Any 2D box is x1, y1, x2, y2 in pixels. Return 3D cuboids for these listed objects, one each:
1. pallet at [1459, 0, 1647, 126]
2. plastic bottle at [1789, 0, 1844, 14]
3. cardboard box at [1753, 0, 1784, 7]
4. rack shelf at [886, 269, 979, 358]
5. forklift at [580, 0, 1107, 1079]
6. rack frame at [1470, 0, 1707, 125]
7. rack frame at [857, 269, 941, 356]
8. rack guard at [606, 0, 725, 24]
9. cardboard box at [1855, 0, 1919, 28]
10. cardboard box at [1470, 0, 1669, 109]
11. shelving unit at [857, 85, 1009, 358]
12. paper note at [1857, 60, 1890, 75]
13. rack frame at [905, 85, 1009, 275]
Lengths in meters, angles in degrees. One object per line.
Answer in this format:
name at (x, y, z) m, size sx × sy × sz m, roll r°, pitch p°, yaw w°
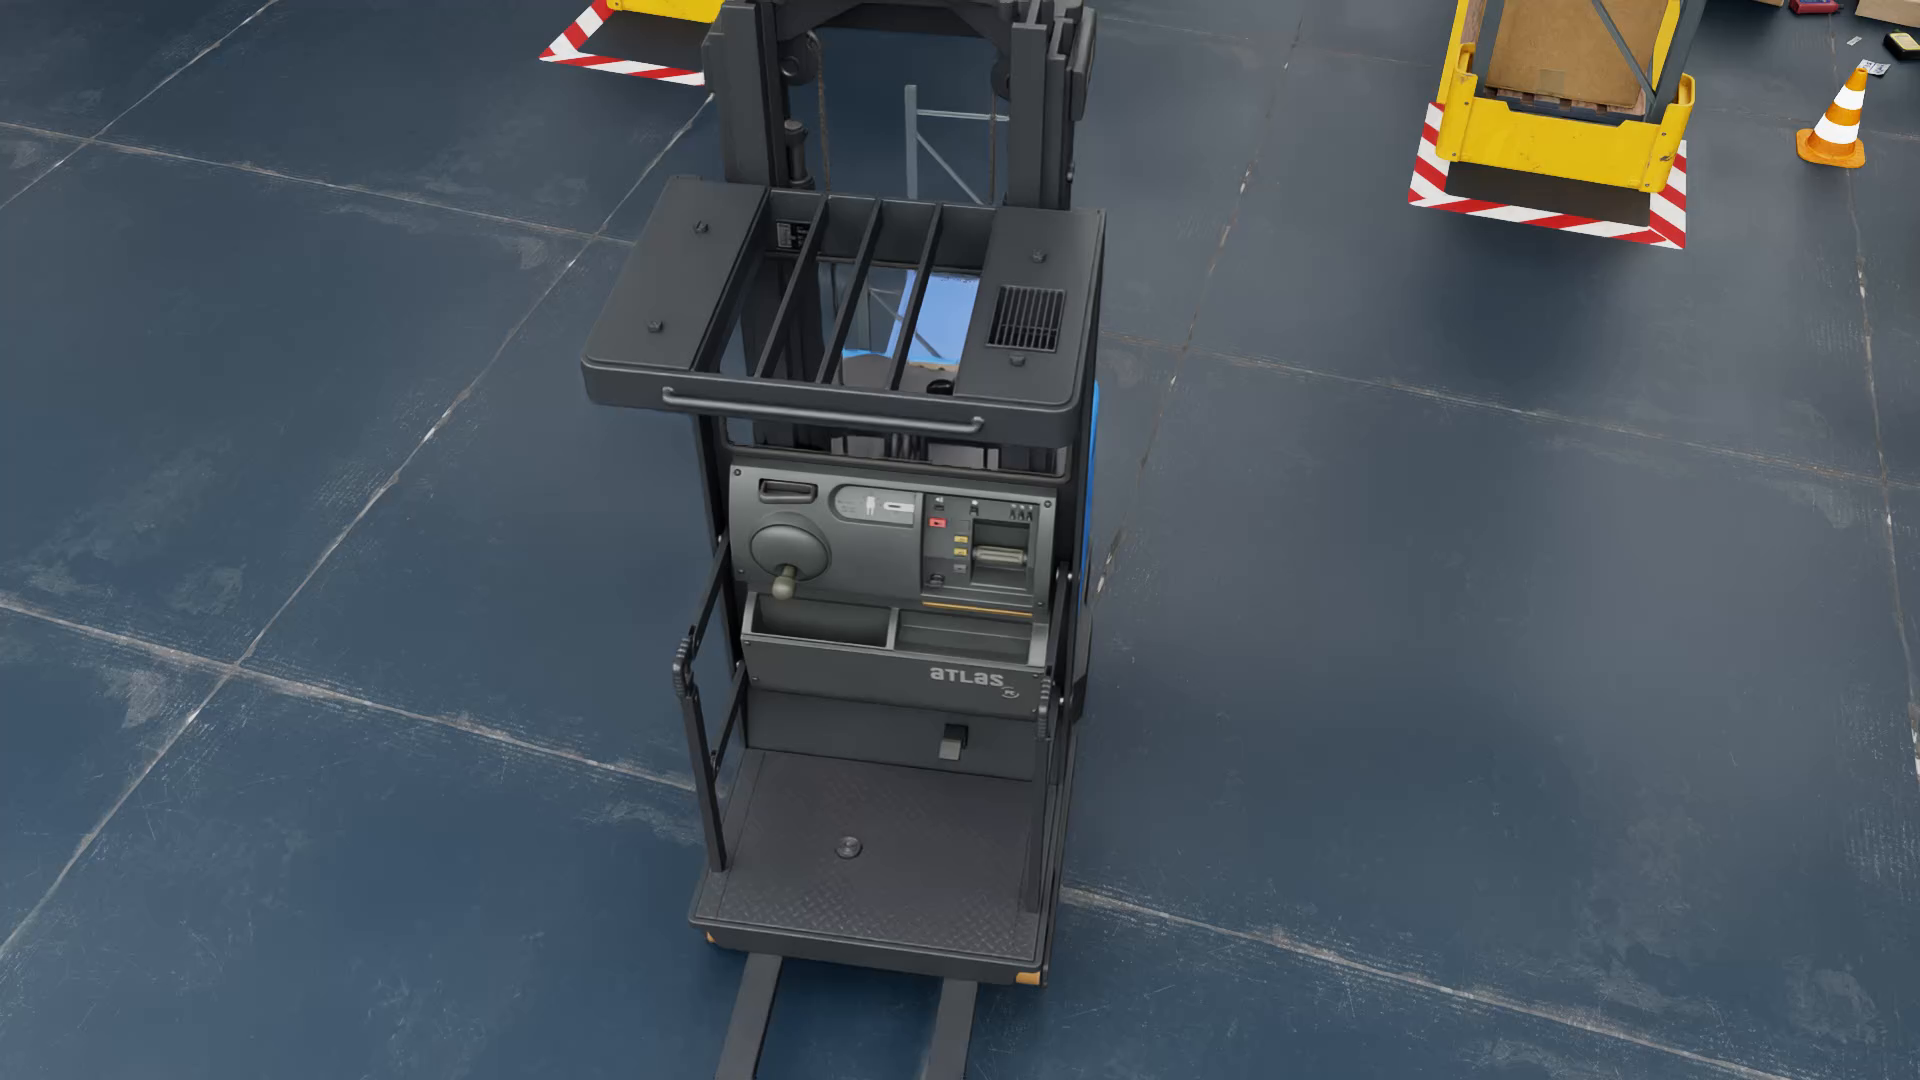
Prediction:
pallet at (3.298, -2.658, 9.315) m, size 1.003 × 0.211 × 1.213 m, roll 13°, pitch 46°, yaw 13°
plastic bottle at (5.153, -3.219, 9.996) m, size 0.283 × 0.061 × 0.133 m, roll -2°, pitch 44°, yaw -2°
cardboard box at (4.850, -3.627, 10.097) m, size 0.500 × 0.500 × 0.500 m, roll 20°, pitch 48°, yaw 19°
rack shelf at (-0.037, -0.699, 6.649) m, size 0.538 × 0.185 × 1.000 m, roll 6°, pitch 45°, yaw 6°
forklift at (7.858, -3.994, 8.736) m, size 15.389 × 2.935 × 16.983 m, roll 6°, pitch 45°, yaw 6°
rack frame at (3.131, -3.105, 7.778) m, size 1.000 × 3.000 × 0.127 m, roll 13°, pitch 46°, yaw 13°
rack frame at (-0.113, -0.476, 6.164) m, size 0.500 × 1.500 × 0.032 m, roll 6°, pitch 45°, yaw 6°
rack guard at (-1.543, -3.380, 9.847) m, size 1.175 × 0.500 × 0.348 m, roll 13°, pitch 46°, yaw 13°
cardboard box at (5.577, -3.258, 9.890) m, size 0.396 × 0.266 × 0.258 m, roll 20°, pitch 48°, yaw 19°
cardboard box at (3.273, -2.962, 8.851) m, size 0.875 × 0.875 × 0.875 m, roll 13°, pitch 46°, yaw 13°
shelving unit at (-0.037, -0.827, 6.523) m, size 0.538 × 1.500 × 1.048 m, roll 6°, pitch 45°, yaw 6°
paper note at (5.211, -2.701, 9.490) m, size 0.144 × 0.017 × 0.142 m, roll 28°, pitch 51°, yaw 26°
rack frame at (0.038, -1.179, 6.883) m, size 0.500 × 1.500 × 0.032 m, roll 6°, pitch 45°, yaw 6°
